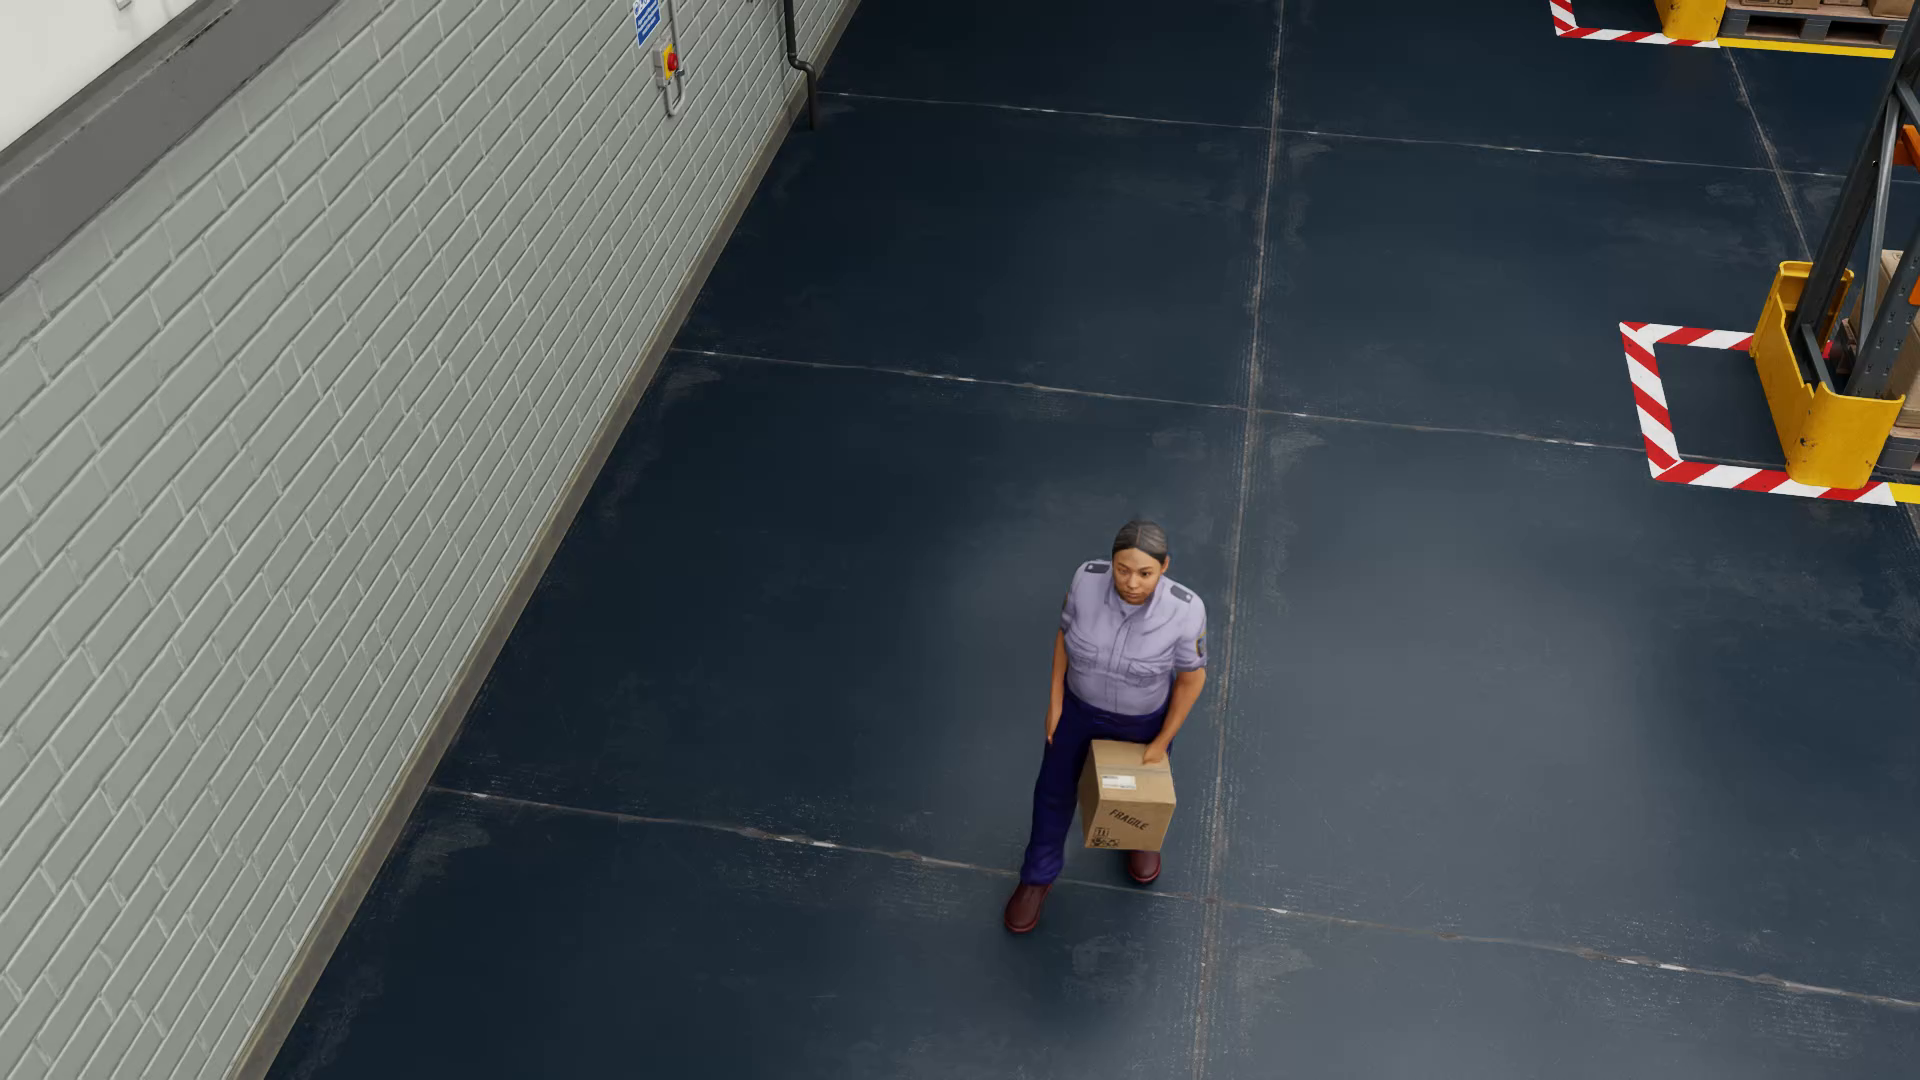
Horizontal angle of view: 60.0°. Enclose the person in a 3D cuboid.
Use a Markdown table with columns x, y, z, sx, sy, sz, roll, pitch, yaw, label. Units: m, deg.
| x | y | z | sx | sy | sz | roll | pitch | yaw | label |
| --- | --- | --- | --- | --- | --- | --- | --- | --- | --- |
| 0.495 | 0.616 | 5.445 | 0.552 | 1.641 | 0.668 | 12 | 42 | 13 | person |
